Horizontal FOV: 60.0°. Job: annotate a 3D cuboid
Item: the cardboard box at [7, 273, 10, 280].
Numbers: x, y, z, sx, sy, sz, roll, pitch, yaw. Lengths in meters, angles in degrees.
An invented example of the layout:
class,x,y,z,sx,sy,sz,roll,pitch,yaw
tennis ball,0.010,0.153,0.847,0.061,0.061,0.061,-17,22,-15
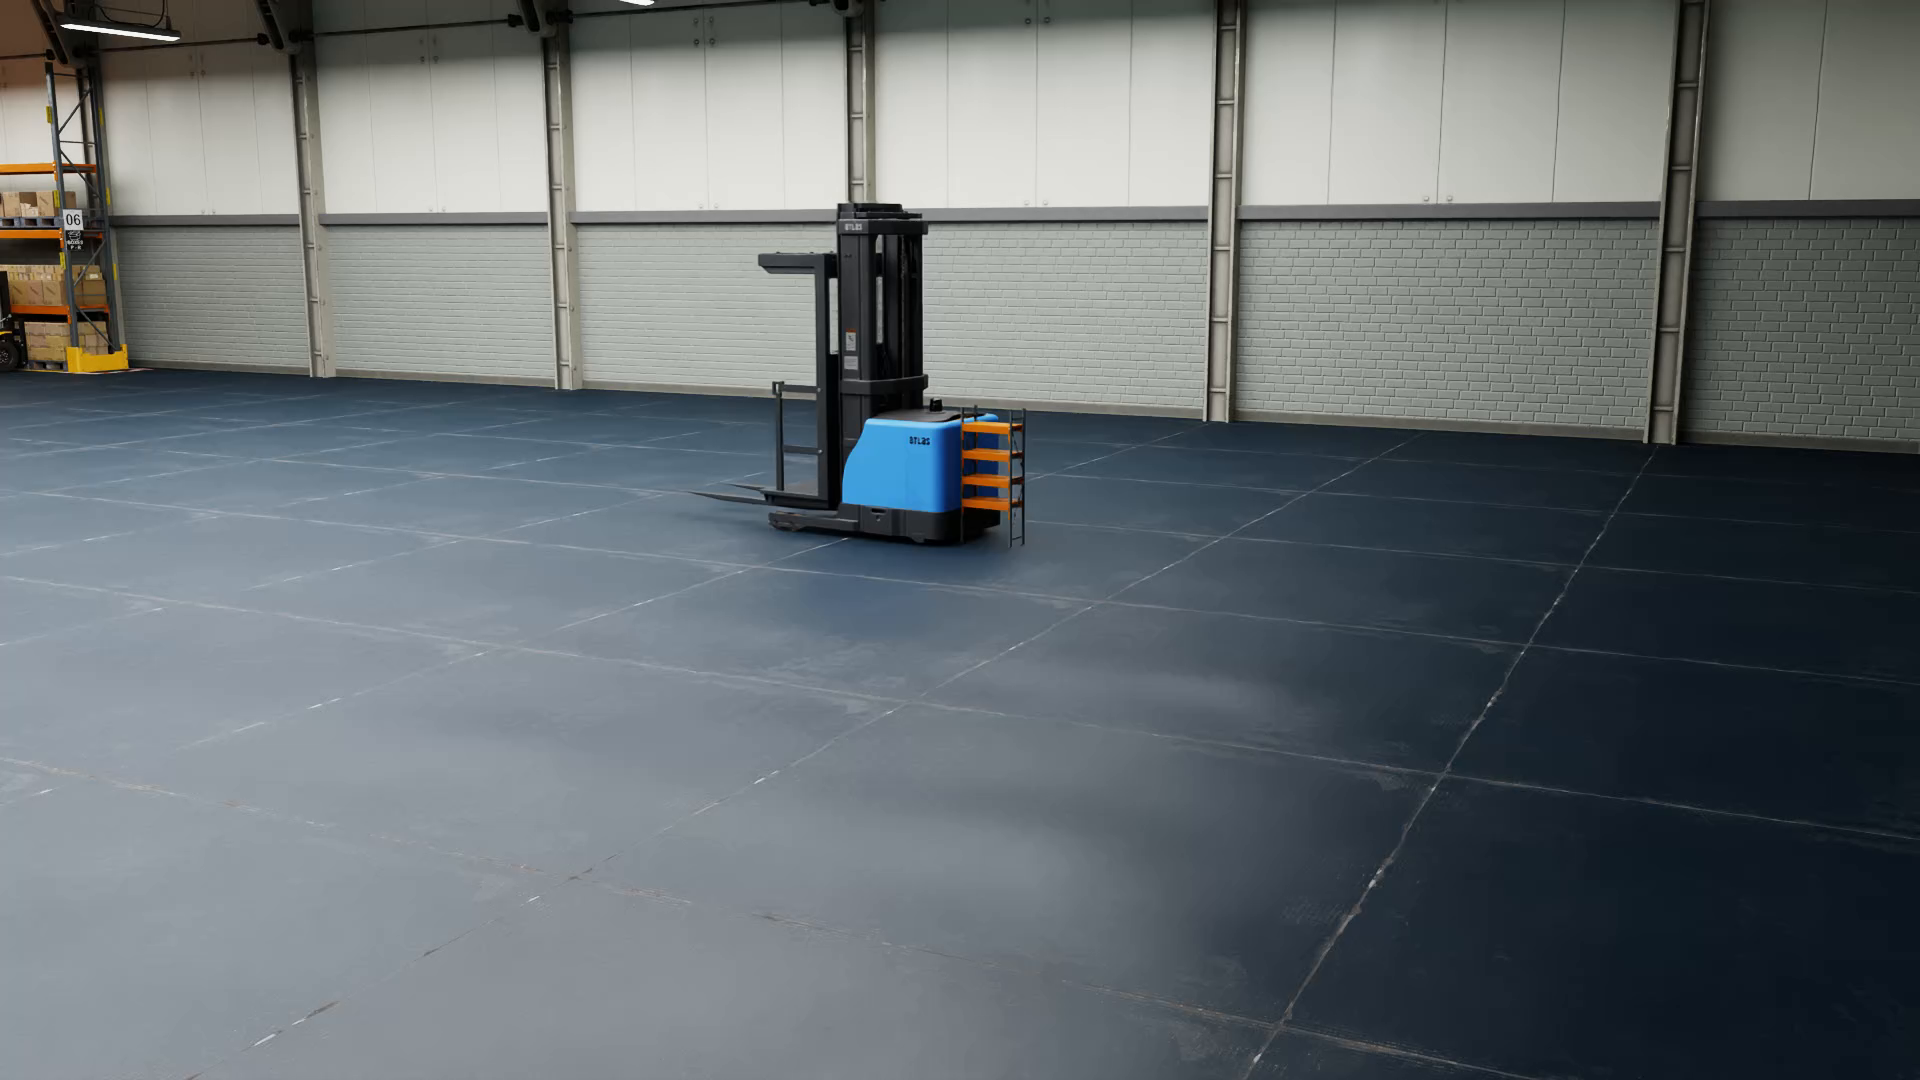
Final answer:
class,x,y,z,sx,sy,sz,roll,pitch,yaw
cardboard box,-19.277,-5.402,34.056,0.250,0.149,0.380,5,11,25

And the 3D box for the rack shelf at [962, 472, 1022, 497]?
class,x,y,z,sx,sy,sz,roll,pitch,yaw
rack shelf,0.284,-0.482,14.403,0.480,0.148,0.258,6,12,32

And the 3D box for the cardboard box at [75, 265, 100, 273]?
class,x,y,z,sx,sy,sz,roll,pitch,yaw
cardboard box,-17.704,-5.496,33.735,0.250,0.149,0.380,5,11,25

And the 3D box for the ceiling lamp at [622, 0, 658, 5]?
class,x,y,z,sx,sy,sz,roll,pitch,yaw
ceiling lamp,-4.555,-8.843,21.934,0.800,3.185,2.000,5,11,26

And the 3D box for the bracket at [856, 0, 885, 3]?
class,x,y,z,sx,sy,sz,roll,pitch,yaw
bracket,-1.365,-8.334,25.406,0.430,0.232,0.235,5,11,26

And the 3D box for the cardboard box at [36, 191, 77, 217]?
class,x,y,z,sx,sy,sz,roll,pitch,yaw
cardboard box,-18.002,-6.697,33.149,0.500,0.500,0.500,5,12,28

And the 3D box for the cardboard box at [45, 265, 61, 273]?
class,x,y,z,sx,sy,sz,roll,pitch,yaw
cardboard box,-18.146,-5.444,33.450,0.250,0.149,0.380,5,11,26

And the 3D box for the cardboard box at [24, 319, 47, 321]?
class,x,y,z,sx,sy,sz,roll,pitch,yaw
cardboard box,-19.194,-4.455,34.659,0.500,0.250,0.500,5,11,25

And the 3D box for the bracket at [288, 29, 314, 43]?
class,x,y,z,sx,sy,sz,roll,pitch,yaw
bracket,-12.127,-9.280,30.631,0.430,0.232,0.235,5,11,26

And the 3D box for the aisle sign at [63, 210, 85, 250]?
class,x,y,z,sx,sy,sz,roll,pitch,yaw
aisle sign,-17.568,-6.147,32.974,0.004,0.787,0.394,5,11,26

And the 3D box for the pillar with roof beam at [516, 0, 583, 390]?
class,x,y,z,sx,sy,sz,roll,pitch,yaw
pillar with roof beam,-8.866,-6.438,25.034,0.548,9.000,9.100,5,11,26

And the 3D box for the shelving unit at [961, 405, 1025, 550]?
class,x,y,z,sx,sy,sz,roll,pitch,yaw
shelving unit,0.284,-0.548,14.391,0.503,1.200,0.258,6,12,32

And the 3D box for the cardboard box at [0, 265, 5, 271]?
class,x,y,z,sx,sy,sz,roll,pitch,yaw
cardboard box,-19.508,-5.572,34.157,0.250,0.149,0.380,5,11,26

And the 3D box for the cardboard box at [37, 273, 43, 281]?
class,x,y,z,sx,sy,sz,roll,pitch,yaw
cardboard box,-18.380,-5.317,33.582,0.250,0.149,0.380,5,12,27

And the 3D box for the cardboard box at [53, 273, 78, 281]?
class,x,y,z,sx,sy,sz,roll,pitch,yaw
cardboard box,-17.932,-5.271,33.330,0.250,0.149,0.380,5,11,27

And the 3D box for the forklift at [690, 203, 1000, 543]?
class,x,y,z,sx,sy,sz,roll,pitch,yaw
forklift,-1.153,-1.588,15.276,3.031,2.935,1.130,6,12,32

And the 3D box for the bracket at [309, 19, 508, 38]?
class,x,y,z,sx,sy,sz,roll,pitch,yaw
bracket,-9.801,-9.076,29.501,4.783,0.066,0.076,5,11,26

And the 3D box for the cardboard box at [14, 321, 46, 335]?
class,x,y,z,sx,sy,sz,roll,pitch,yaw
cardboard box,-18.965,-4.330,33.965,0.500,0.250,0.500,5,11,27

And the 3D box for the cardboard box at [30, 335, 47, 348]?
class,x,y,z,sx,sy,sz,roll,pitch,yaw
cardboard box,-18.517,-4.050,33.820,0.500,0.250,0.500,5,11,25

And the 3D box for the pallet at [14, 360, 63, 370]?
class,x,y,z,sx,sy,sz,roll,pitch,yaw
pallet,-19.291,-3.698,34.570,1.213,0.211,1.003,5,11,26

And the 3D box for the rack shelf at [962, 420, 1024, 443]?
class,x,y,z,sx,sy,sz,roll,pitch,yaw
rack shelf,0.284,-0.935,14.321,0.480,0.148,0.258,6,12,32

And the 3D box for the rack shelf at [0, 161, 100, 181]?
class,x,y,z,sx,sy,sz,roll,pitch,yaw
rack shelf,-19.290,-7.479,33.930,4.000,0.370,1.077,5,11,26

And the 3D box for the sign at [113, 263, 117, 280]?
class,x,y,z,sx,sy,sz,roll,pitch,yaw
sign,-17.246,-5.473,33.896,0.005,0.325,0.100,5,11,26

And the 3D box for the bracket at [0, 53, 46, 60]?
class,x,y,z,sx,sy,sz,roll,pitch,yaw
bracket,-20.562,-10.021,34.726,4.783,0.066,0.076,5,11,26

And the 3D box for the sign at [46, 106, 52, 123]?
class,x,y,z,sx,sy,sz,roll,pitch,yaw
sign,-17.750,-8.285,32.396,0.005,0.325,0.100,5,11,26

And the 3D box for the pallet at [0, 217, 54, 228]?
class,x,y,z,sx,sy,sz,roll,pitch,yaw
pallet,-19.218,-6.508,34.095,1.213,0.211,1.003,5,11,26

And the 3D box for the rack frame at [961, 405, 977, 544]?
class,x,y,z,sx,sy,sz,roll,pitch,yaw
rack frame,0.079,-0.572,14.520,0.015,1.200,0.240,6,12,32

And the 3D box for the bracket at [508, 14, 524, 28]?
class,x,y,z,sx,sy,sz,roll,pitch,yaw
bracket,-7.490,-8.873,28.380,0.430,0.232,0.235,5,11,26

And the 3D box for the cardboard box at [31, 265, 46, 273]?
class,x,y,z,sx,sy,sz,roll,pitch,yaw
cardboard box,-18.583,-5.492,33.714,0.250,0.149,0.380,5,11,26

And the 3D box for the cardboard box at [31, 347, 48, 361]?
class,x,y,z,sx,sy,sz,roll,pitch,yaw
cardboard box,-18.500,-3.801,33.852,0.500,0.250,0.500,5,11,26

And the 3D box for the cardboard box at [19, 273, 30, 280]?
class,x,y,z,sx,sy,sz,roll,pitch,yaw
cardboard box,-18.857,-5.352,33.775,0.250,0.149,0.380,5,11,24

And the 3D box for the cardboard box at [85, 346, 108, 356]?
class,x,y,z,sx,sy,sz,roll,pitch,yaw
cardboard box,-17.851,-3.844,34.087,0.500,0.250,0.500,5,11,26

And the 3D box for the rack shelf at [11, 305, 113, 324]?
class,x,y,z,sx,sy,sz,roll,pitch,yaw
rack shelf,-19.290,-4.724,34.428,4.000,0.370,1.077,5,11,26

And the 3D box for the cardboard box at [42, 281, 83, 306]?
class,x,y,z,sx,sy,sz,roll,pitch,yaw
cardboard box,-18.054,-4.966,33.467,0.500,0.500,0.500,5,11,25

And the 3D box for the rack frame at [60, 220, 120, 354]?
class,x,y,z,sx,sy,sz,roll,pitch,yaw
rack frame,-17.497,-4.920,33.493,0.127,3.000,1.000,5,11,26

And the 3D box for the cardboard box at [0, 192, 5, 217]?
class,x,y,z,sx,sy,sz,roll,pitch,yaw
cardboard box,-19.384,-6.848,33.971,0.637,0.503,0.797,5,12,28

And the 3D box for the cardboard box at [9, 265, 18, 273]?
class,x,y,z,sx,sy,sz,roll,pitch,yaw
cardboard box,-19.100,-5.514,33.837,0.250,0.149,0.380,5,12,27

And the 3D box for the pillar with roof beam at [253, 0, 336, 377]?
class,x,y,z,sx,sy,sz,roll,pitch,yaw
pillar with roof beam,-14.247,-6.911,27.646,0.548,9.000,9.100,5,11,26

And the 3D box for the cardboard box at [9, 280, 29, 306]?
class,x,y,z,sx,sy,sz,roll,pitch,yaw
cardboard box,-18.975,-5.049,33.924,0.500,0.500,0.500,5,11,25

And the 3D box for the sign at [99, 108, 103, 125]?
class,x,y,z,sx,sy,sz,roll,pitch,yaw
sign,-17.246,-8.498,33.349,0.005,0.325,0.100,5,11,26

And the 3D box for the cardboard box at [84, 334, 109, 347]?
class,x,y,z,sx,sy,sz,roll,pitch,yaw
cardboard box,-17.827,-4.090,34.044,0.500,0.250,0.500,5,12,27

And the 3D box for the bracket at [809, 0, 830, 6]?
class,x,y,z,sx,sy,sz,roll,pitch,yaw
bracket,-2.110,-8.400,25.767,0.430,0.232,0.235,5,11,26

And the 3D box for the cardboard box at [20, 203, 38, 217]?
class,x,y,z,sx,sy,sz,roll,pitch,yaw
cardboard box,-18.602,-6.623,33.395,0.258,0.266,0.396,5,11,26

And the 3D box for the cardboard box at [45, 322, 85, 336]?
class,x,y,z,sx,sy,sz,roll,pitch,yaw
cardboard box,-18.048,-4.252,33.537,0.500,0.250,0.500,5,12,28

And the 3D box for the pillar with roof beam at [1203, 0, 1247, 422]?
class,x,y,z,sx,sy,sz,roll,pitch,yaw
pillar with roof beam,1.895,-5.492,19.809,0.400,9.000,9.100,5,11,26
